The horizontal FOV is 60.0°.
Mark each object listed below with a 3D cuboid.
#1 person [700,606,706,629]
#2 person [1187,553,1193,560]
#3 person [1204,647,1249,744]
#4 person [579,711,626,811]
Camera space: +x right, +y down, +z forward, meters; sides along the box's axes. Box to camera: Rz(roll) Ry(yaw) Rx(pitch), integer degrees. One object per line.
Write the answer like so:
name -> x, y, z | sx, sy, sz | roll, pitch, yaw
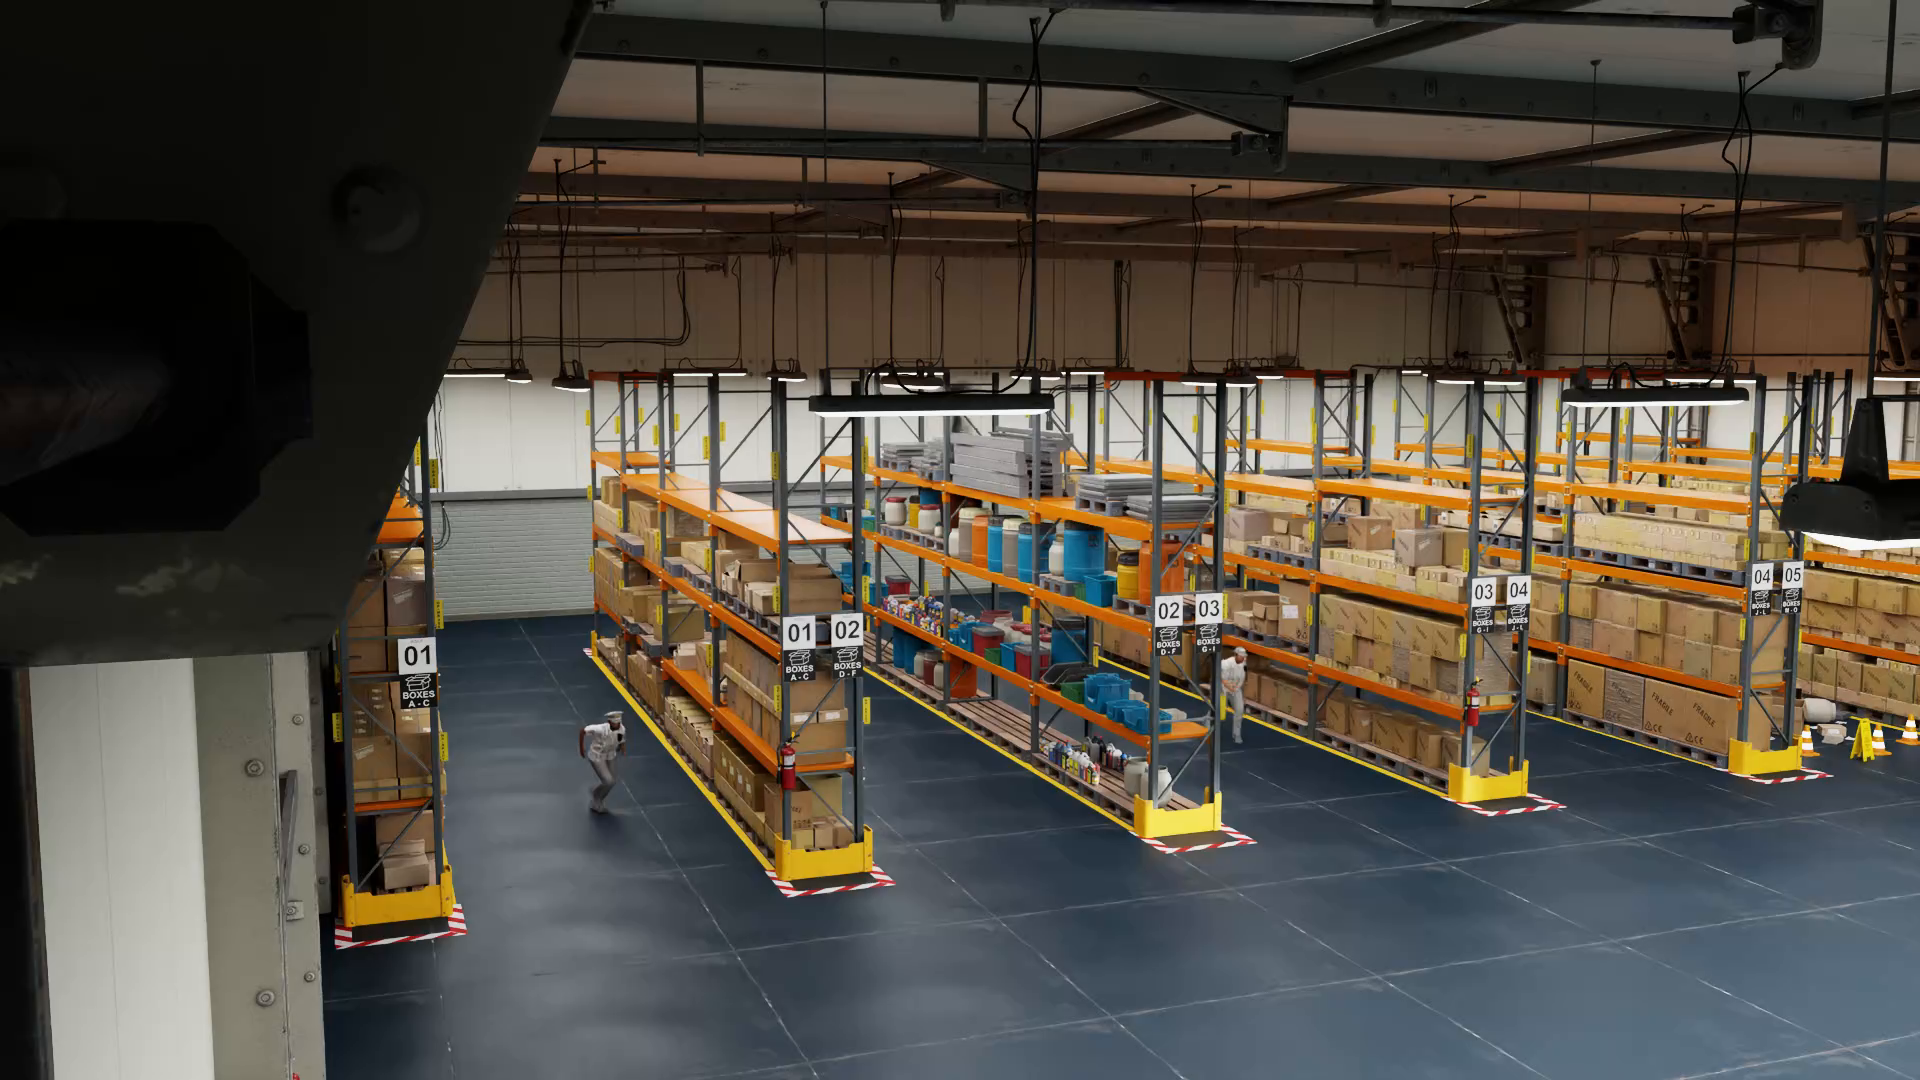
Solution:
person -> -5.731, 1.501, 35.950 | 0.727, 1.652, 0.677 | 5, 8, 39
person -> 5.663, 0.966, 40.751 | 0.608, 1.658, 0.573 | 4, 7, 31
person -> 4.408, 2.512, 27.450 | 0.641, 1.622, 1.028 | -4, 7, -31
person -> -4.893, 3.051, 22.808 | 0.601, 1.491, 0.853 | -6, 9, -43
